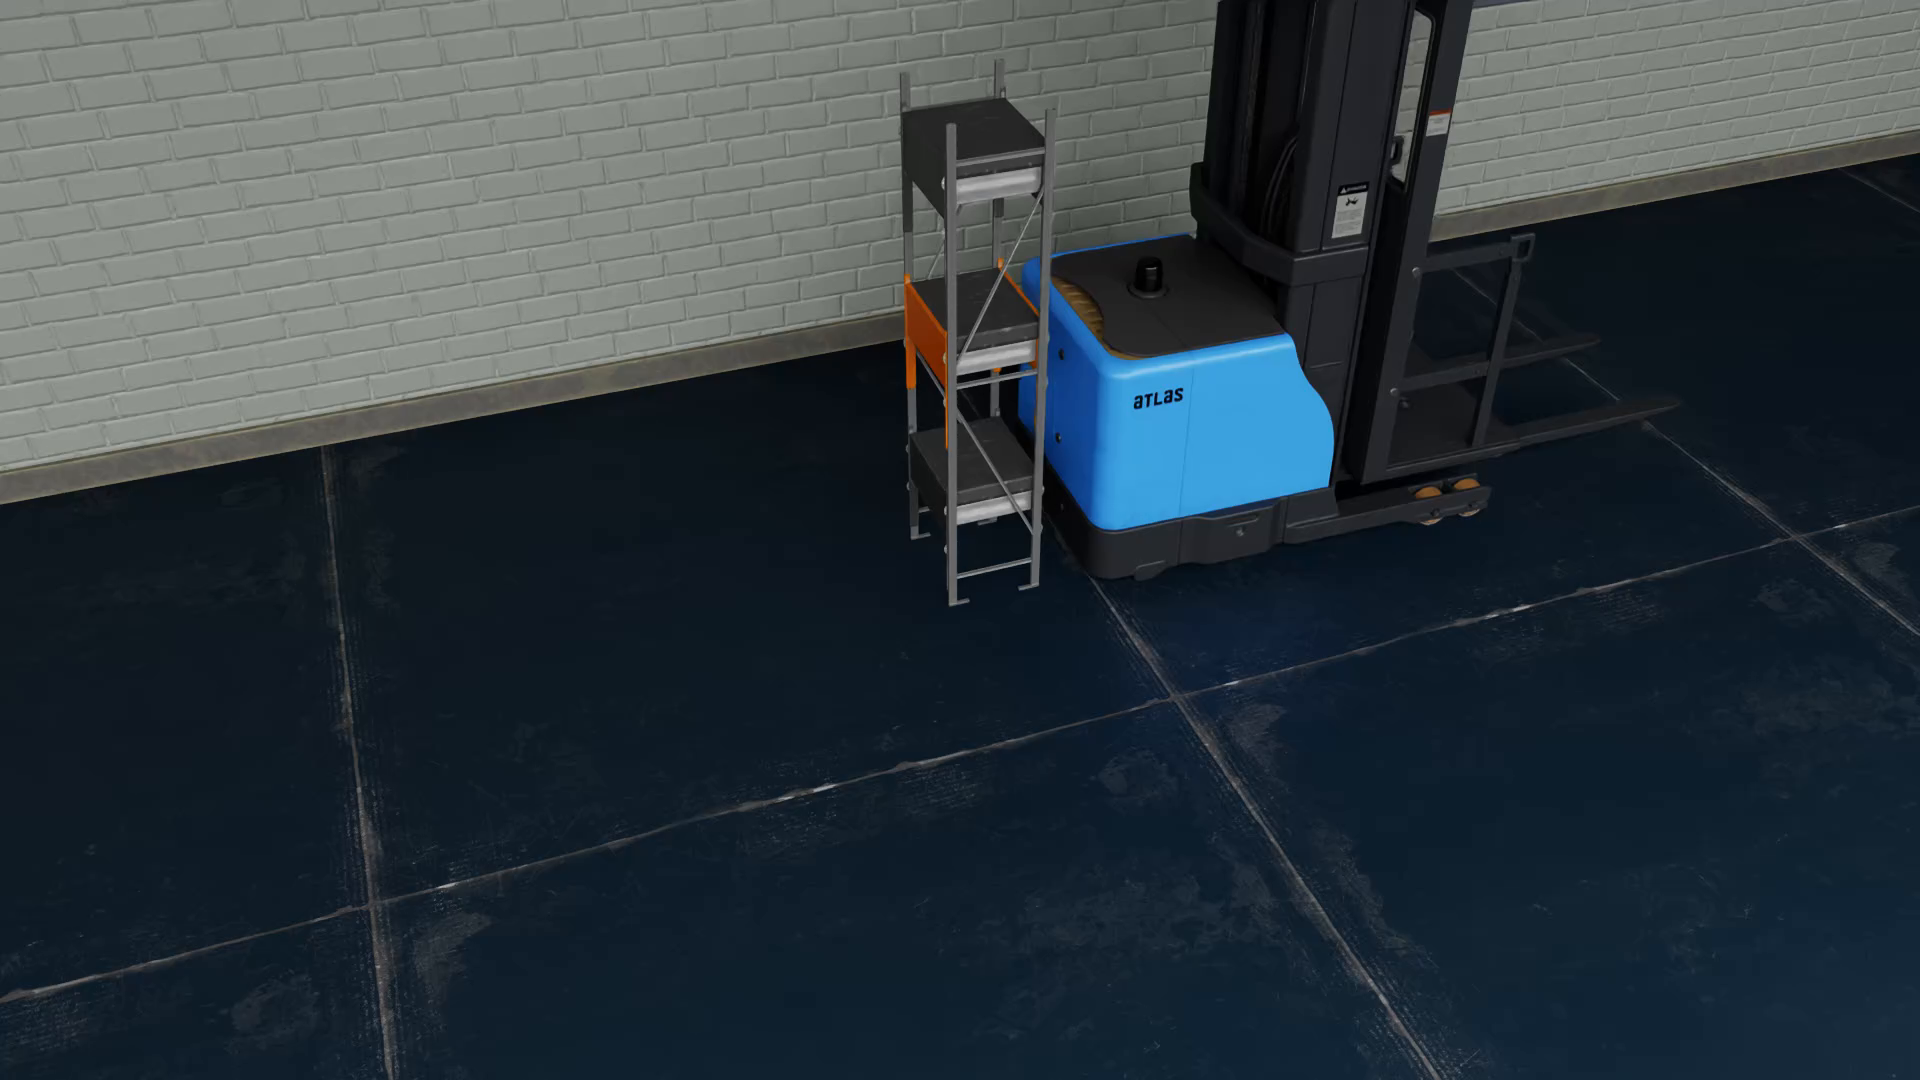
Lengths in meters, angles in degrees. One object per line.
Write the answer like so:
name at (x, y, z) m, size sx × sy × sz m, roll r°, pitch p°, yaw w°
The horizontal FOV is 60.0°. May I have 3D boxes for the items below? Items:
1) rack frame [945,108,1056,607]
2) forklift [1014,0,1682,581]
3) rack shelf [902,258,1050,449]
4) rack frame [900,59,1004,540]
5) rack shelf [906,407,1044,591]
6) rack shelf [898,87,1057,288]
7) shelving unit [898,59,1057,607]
rack frame at (0.141, -0.607, 6.311) m, size 0.400 × 2.100 × 0.015 m, roll -12°, pitch 39°, yaw -16°
forklift at (1.821, -1.527, 6.841) m, size 3.031 × 2.935 × 1.130 m, roll -12°, pitch 39°, yaw -15°
rack shelf at (0.057, -0.734, 6.502) m, size 0.431 × 0.518 × 0.480 m, roll -12°, pitch 39°, yaw -16°
rack frame at (-0.027, -0.883, 6.677) m, size 0.400 × 2.100 × 0.015 m, roll -12°, pitch 39°, yaw -16°
rack shelf at (0.057, -0.175, 6.923) m, size 0.431 × 0.518 × 0.480 m, roll -12°, pitch 39°, yaw -16°
rack shelf at (0.057, -1.293, 6.081) m, size 0.431 × 0.518 × 0.480 m, roll -12°, pitch 39°, yaw -16°
shelving unit at (0.057, -0.745, 6.494) m, size 0.431 × 2.100 × 0.503 m, roll -12°, pitch 39°, yaw -16°
